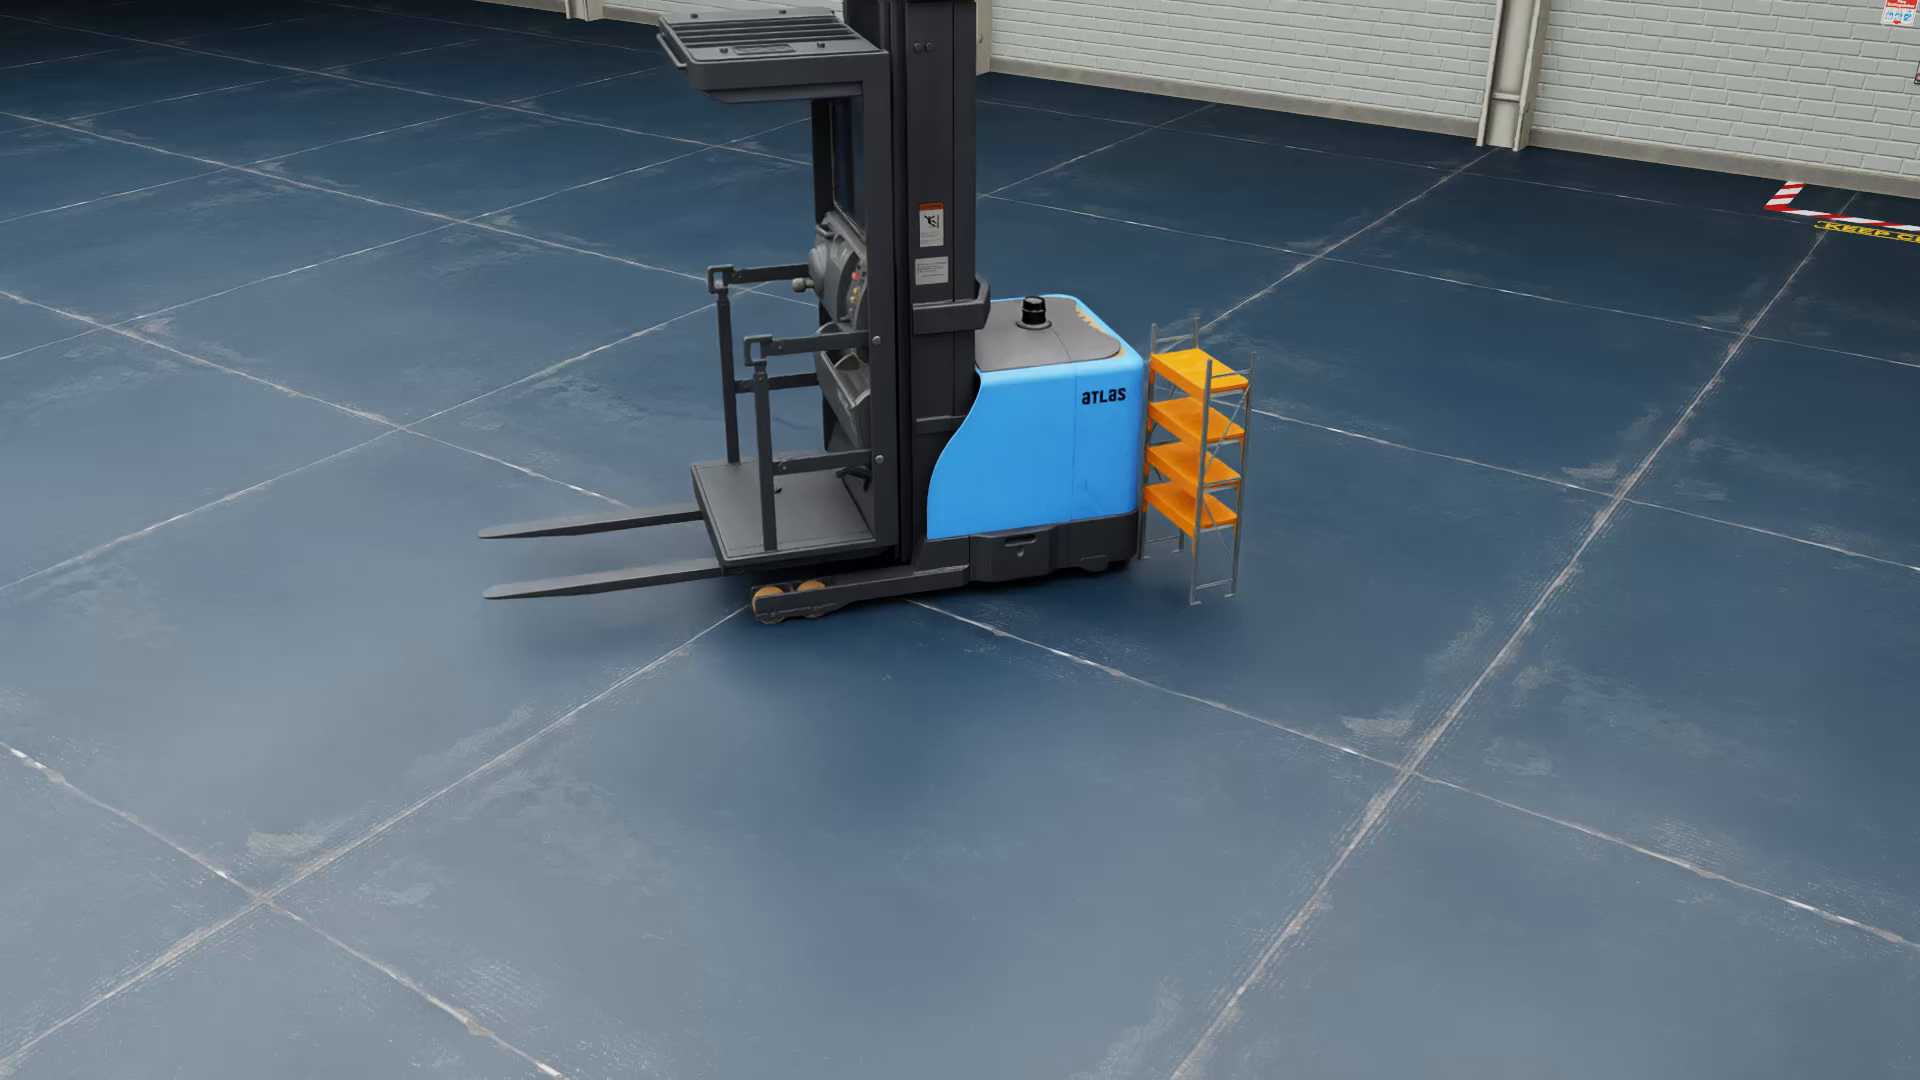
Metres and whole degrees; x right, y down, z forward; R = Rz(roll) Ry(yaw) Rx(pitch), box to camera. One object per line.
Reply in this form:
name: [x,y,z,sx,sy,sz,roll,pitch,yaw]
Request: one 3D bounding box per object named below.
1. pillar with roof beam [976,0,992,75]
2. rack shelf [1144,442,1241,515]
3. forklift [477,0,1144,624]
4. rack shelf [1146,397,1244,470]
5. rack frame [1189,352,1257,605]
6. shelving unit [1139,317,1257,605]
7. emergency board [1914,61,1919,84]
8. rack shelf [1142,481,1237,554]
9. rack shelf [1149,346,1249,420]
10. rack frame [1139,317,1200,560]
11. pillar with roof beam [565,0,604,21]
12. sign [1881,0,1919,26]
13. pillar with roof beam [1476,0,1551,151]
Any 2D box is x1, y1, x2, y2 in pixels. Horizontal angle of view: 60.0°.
pillar with roof beam: [-2.336,-7.618,13.298,0.400,9.000,9.100,17,32,30]
rack shelf: [1.076,-0.299,7.664,0.258,0.148,0.480,-11,29,-20]
forklift: [-0.726,-1.194,7.365,3.031,2.935,1.130,-8,28,-15]
rack shelf: [1.076,-0.499,7.562,0.258,0.148,0.480,-11,29,-20]
rack frame: [1.171,-0.257,7.433,0.240,1.200,0.015,-11,29,-20]
shelving unit: [1.076,-0.359,7.633,0.258,1.200,0.503,-11,29,-20]
emergency board: [7.981,-4.130,13.059,0.626,1.169,0.157,17,32,30]
rack shelf: [1.076,-0.122,7.754,0.258,0.148,0.480,-11,29,-20]
rack shelf: [1.076,-0.710,7.455,0.258,0.148,0.480,-11,29,-20]
rack frame: [0.981,-0.461,7.833,0.240,1.200,0.015,-11,29,-20]
pillar with roof beam: [-7.282,-9.159,16.325,0.400,9.000,9.100,17,32,30]
sign: [7.580,-4.318,13.387,0.234,0.329,0.001,17,32,30]
pillar with roof beam: [2.610,-6.077,10.270,0.400,9.000,9.100,17,32,30]
